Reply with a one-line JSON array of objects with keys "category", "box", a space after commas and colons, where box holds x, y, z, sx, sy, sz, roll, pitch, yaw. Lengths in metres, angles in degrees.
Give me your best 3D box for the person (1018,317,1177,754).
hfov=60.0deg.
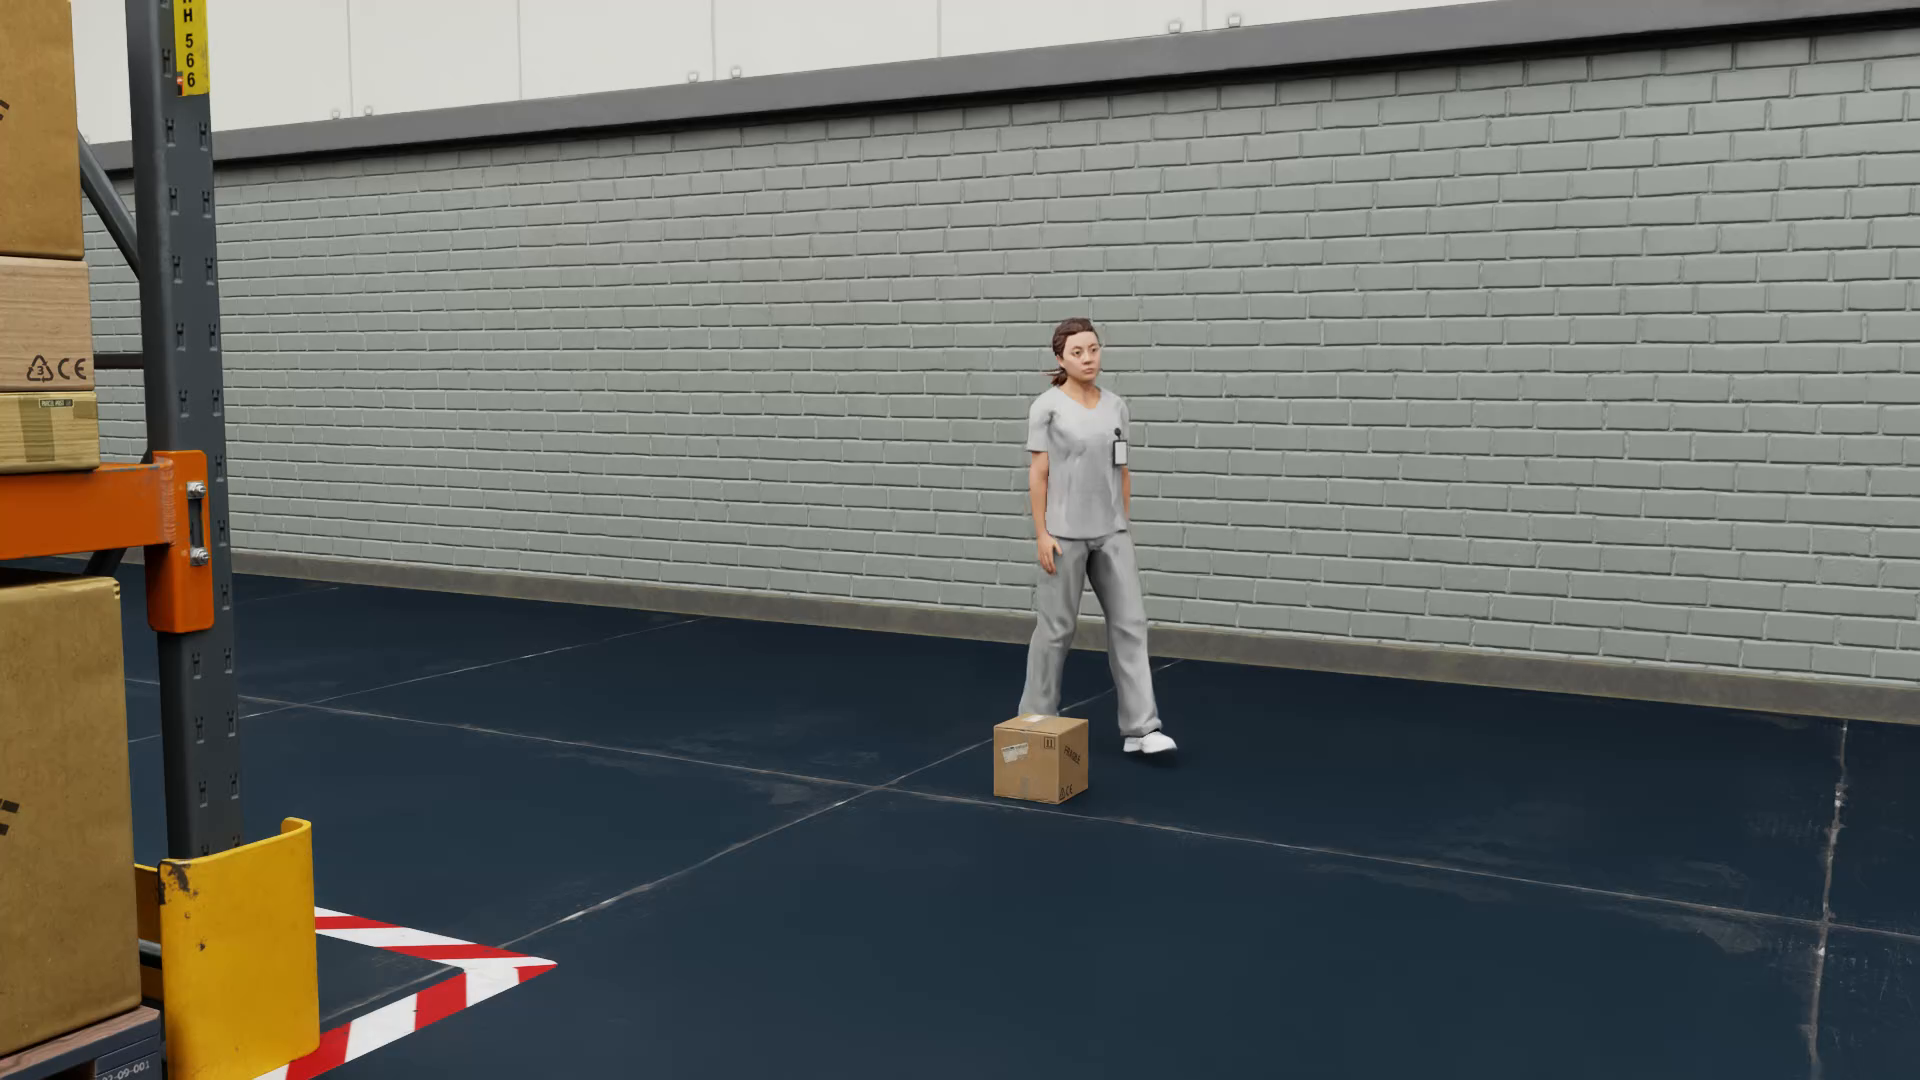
[{"category": "person", "box": [0.505, -0.006, 6.295, 0.466, 1.666, 0.641, -2, 6, -21]}]
